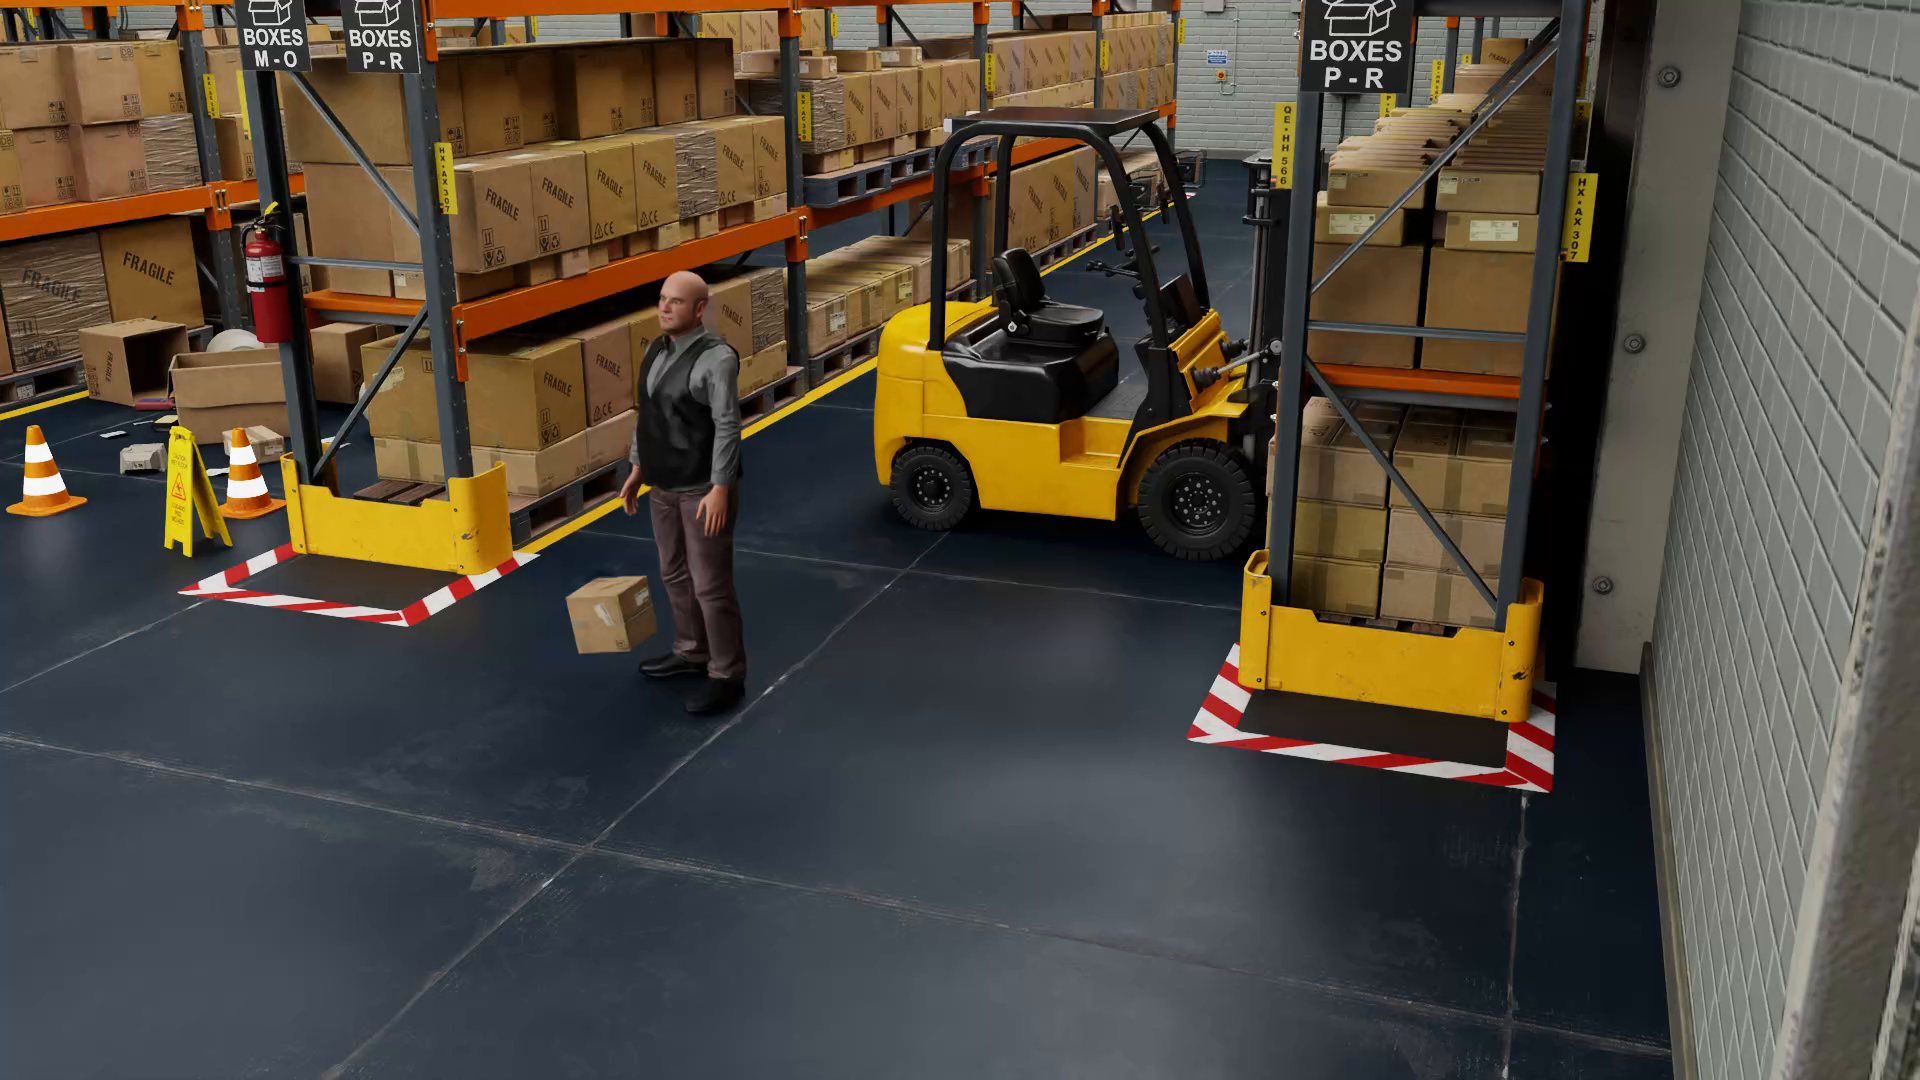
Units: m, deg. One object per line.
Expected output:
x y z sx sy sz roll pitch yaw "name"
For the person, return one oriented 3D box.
-1.090 -0.204 6.628 0.383 1.728 0.607 -16 24 -39 "person"
